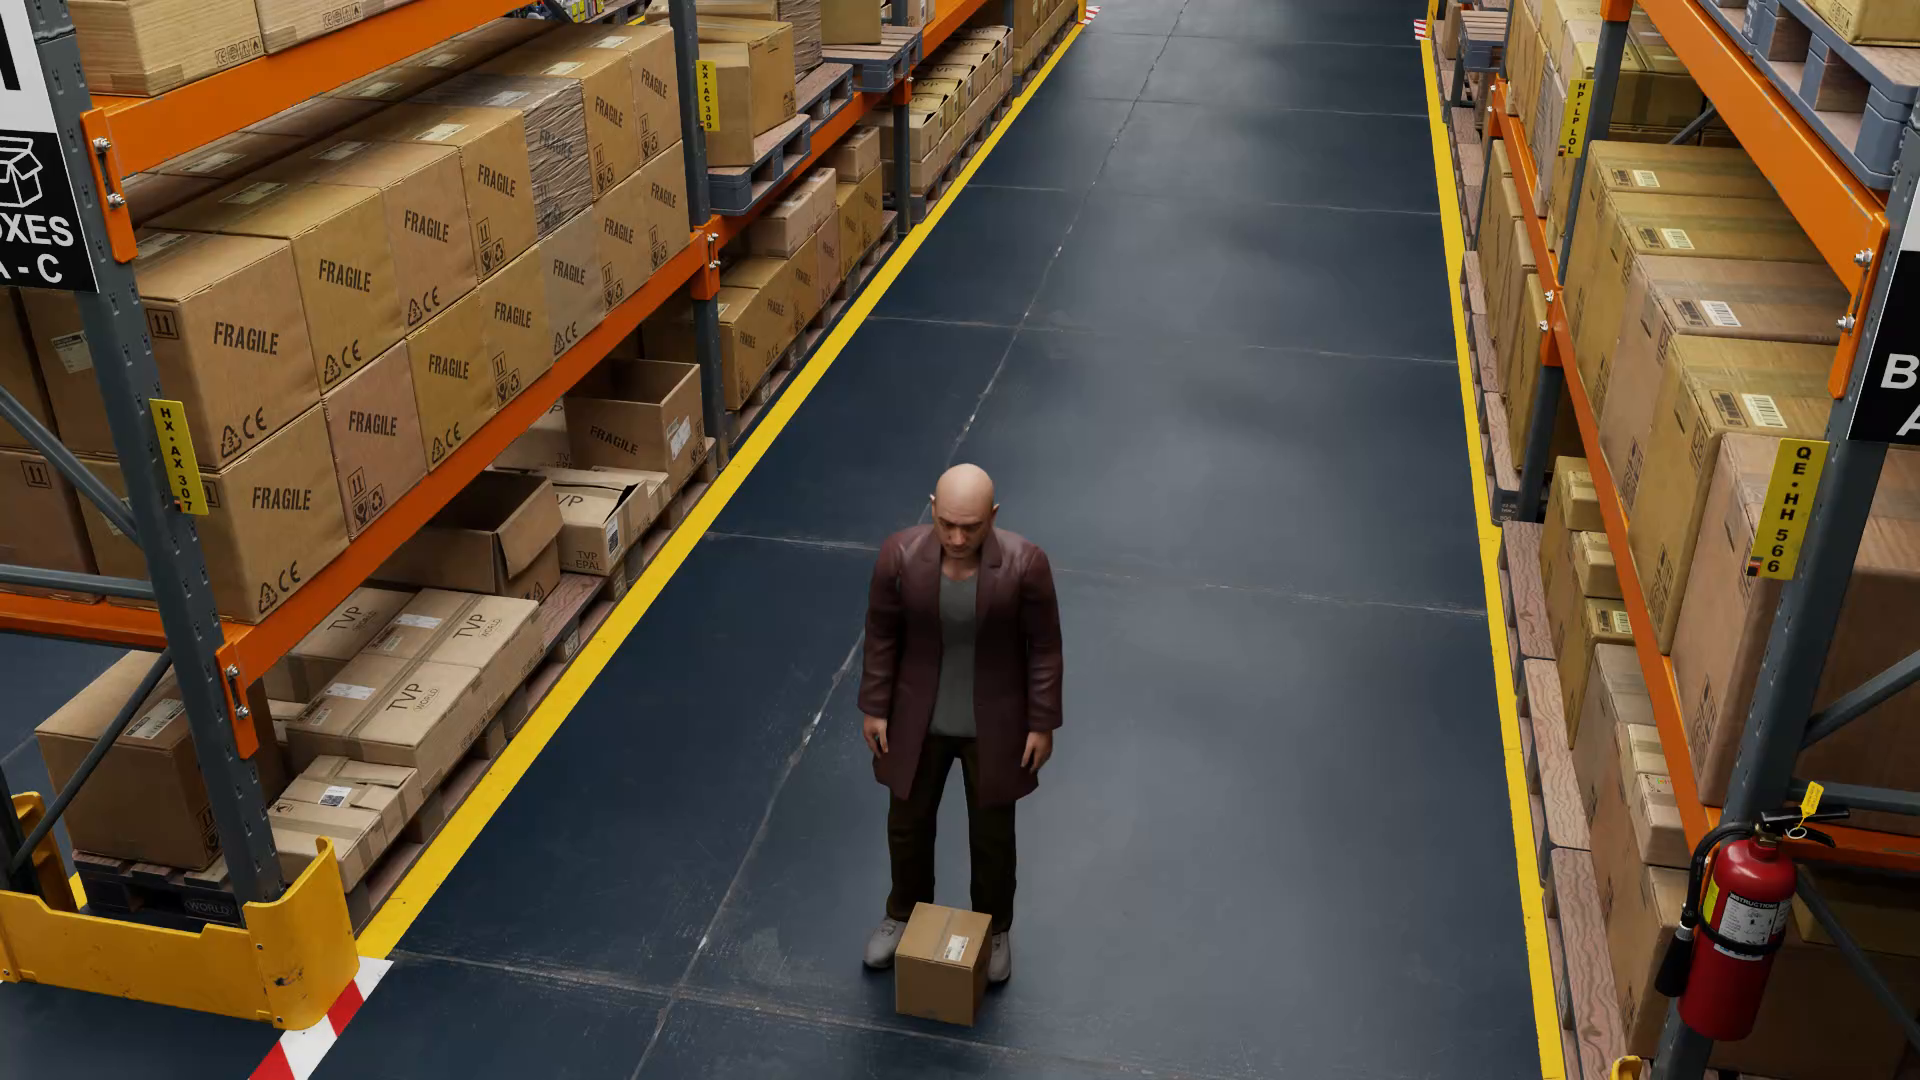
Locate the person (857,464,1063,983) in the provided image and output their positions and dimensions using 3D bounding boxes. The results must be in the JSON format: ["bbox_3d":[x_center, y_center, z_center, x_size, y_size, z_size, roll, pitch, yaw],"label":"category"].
[{"bbox_3d":[-0.003,0.554,5.117,0.638,1.772,0.428,5,29,9],"label":"person"}]
